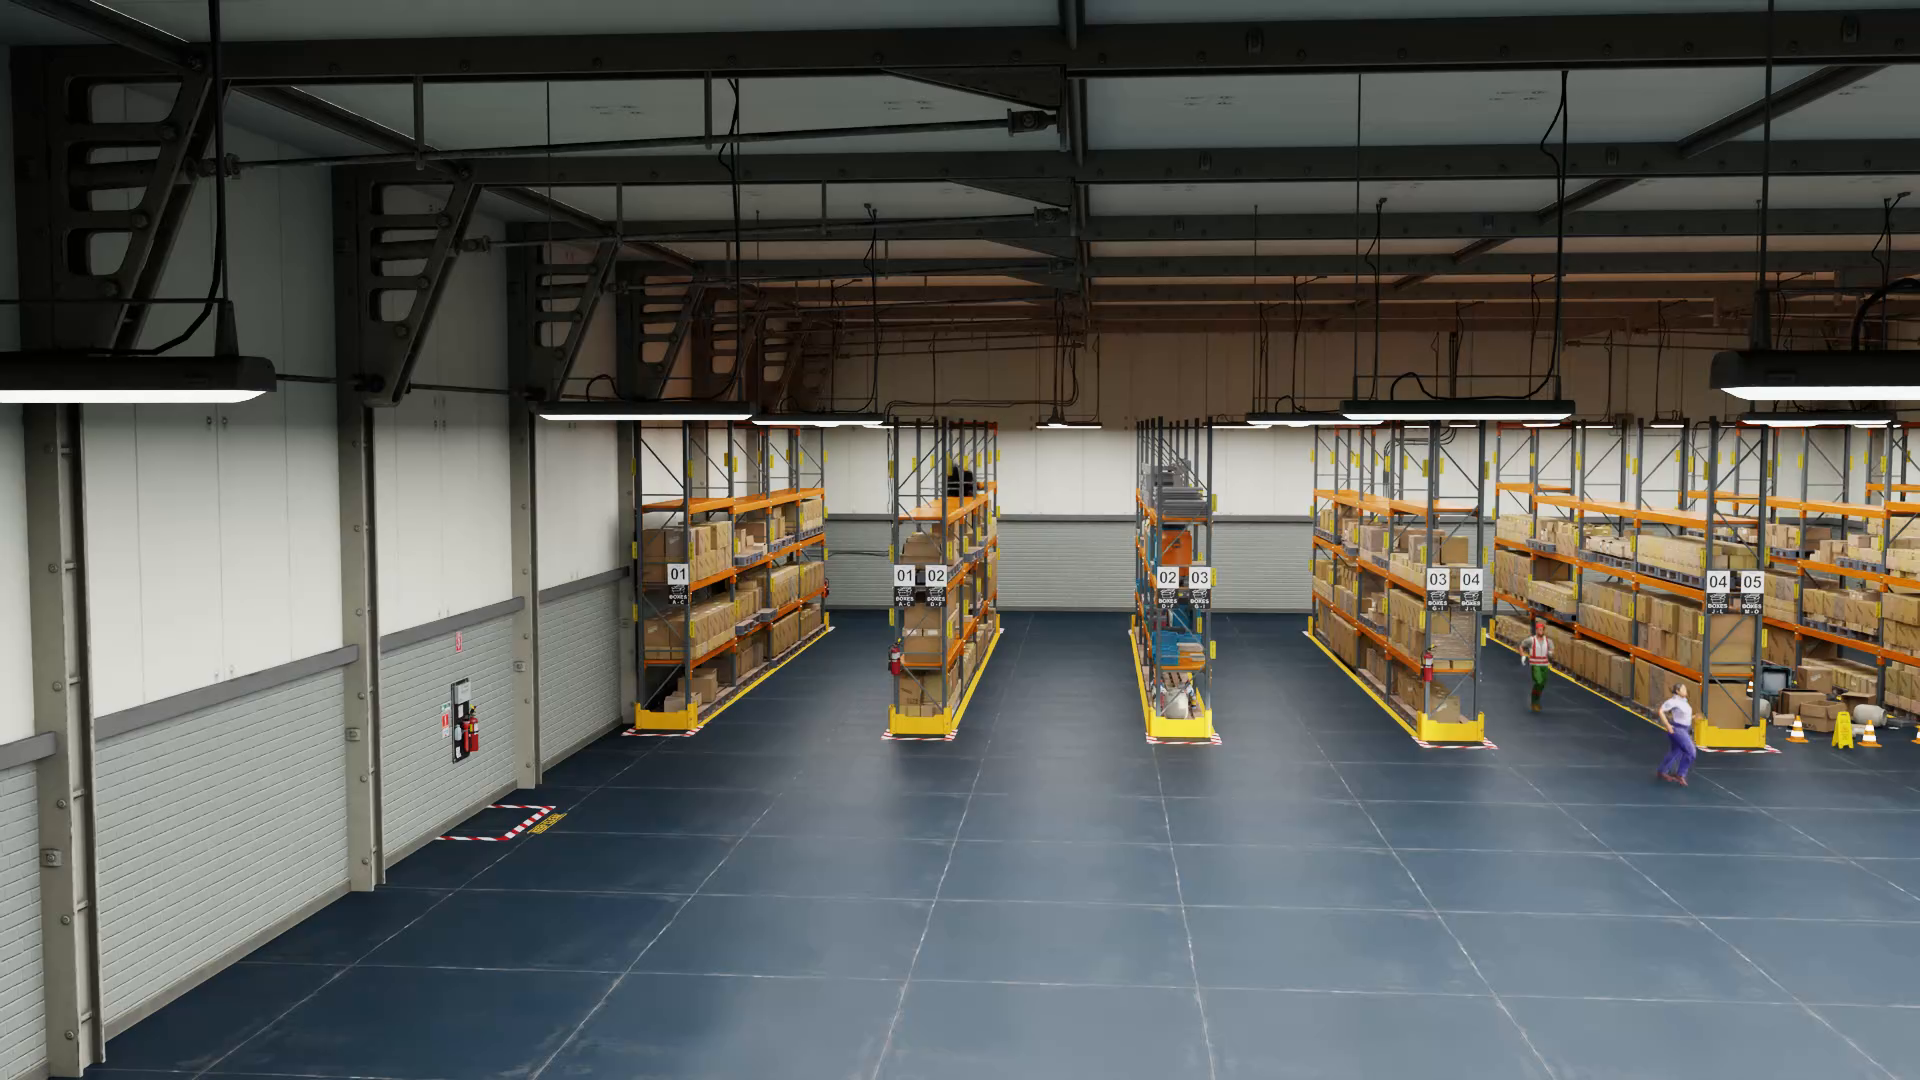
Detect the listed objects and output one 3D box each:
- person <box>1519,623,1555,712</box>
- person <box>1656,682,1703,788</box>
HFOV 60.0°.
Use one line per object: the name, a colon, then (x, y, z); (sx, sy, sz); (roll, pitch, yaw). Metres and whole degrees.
person: (11.864, 2.605, 34.076); (0.645, 1.818, 0.741); (0, 4, -7)
person: (11.639, 3.159, 26.917); (0.720, 1.686, 0.577); (3, 5, 37)
